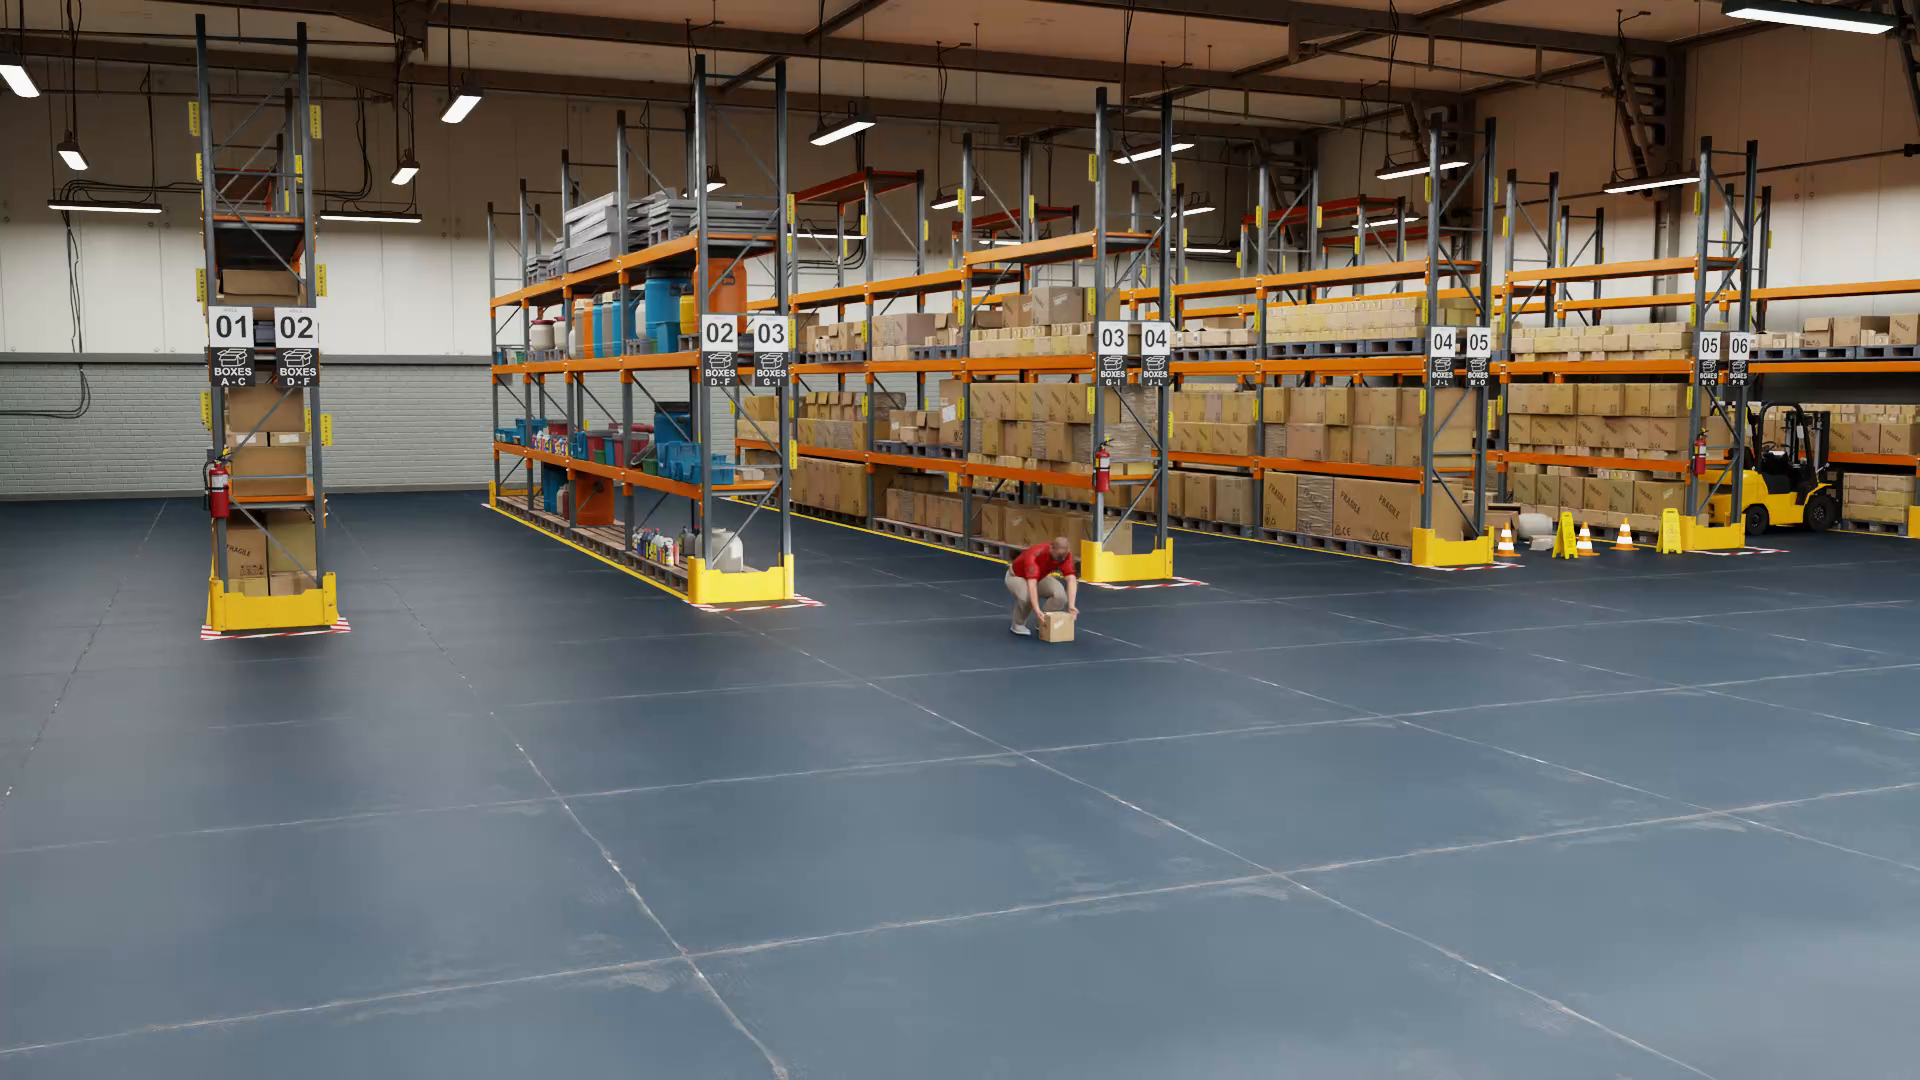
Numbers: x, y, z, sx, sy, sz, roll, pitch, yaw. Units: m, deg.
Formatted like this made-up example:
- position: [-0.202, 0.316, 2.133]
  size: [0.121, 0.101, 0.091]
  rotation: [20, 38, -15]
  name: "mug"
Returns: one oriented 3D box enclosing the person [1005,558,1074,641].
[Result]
- position: [0.798, 0.563, 16.175]
  size: [0.529, 0.781, 0.927]
  rotation: [-3, 6, -25]
  name: "person"
